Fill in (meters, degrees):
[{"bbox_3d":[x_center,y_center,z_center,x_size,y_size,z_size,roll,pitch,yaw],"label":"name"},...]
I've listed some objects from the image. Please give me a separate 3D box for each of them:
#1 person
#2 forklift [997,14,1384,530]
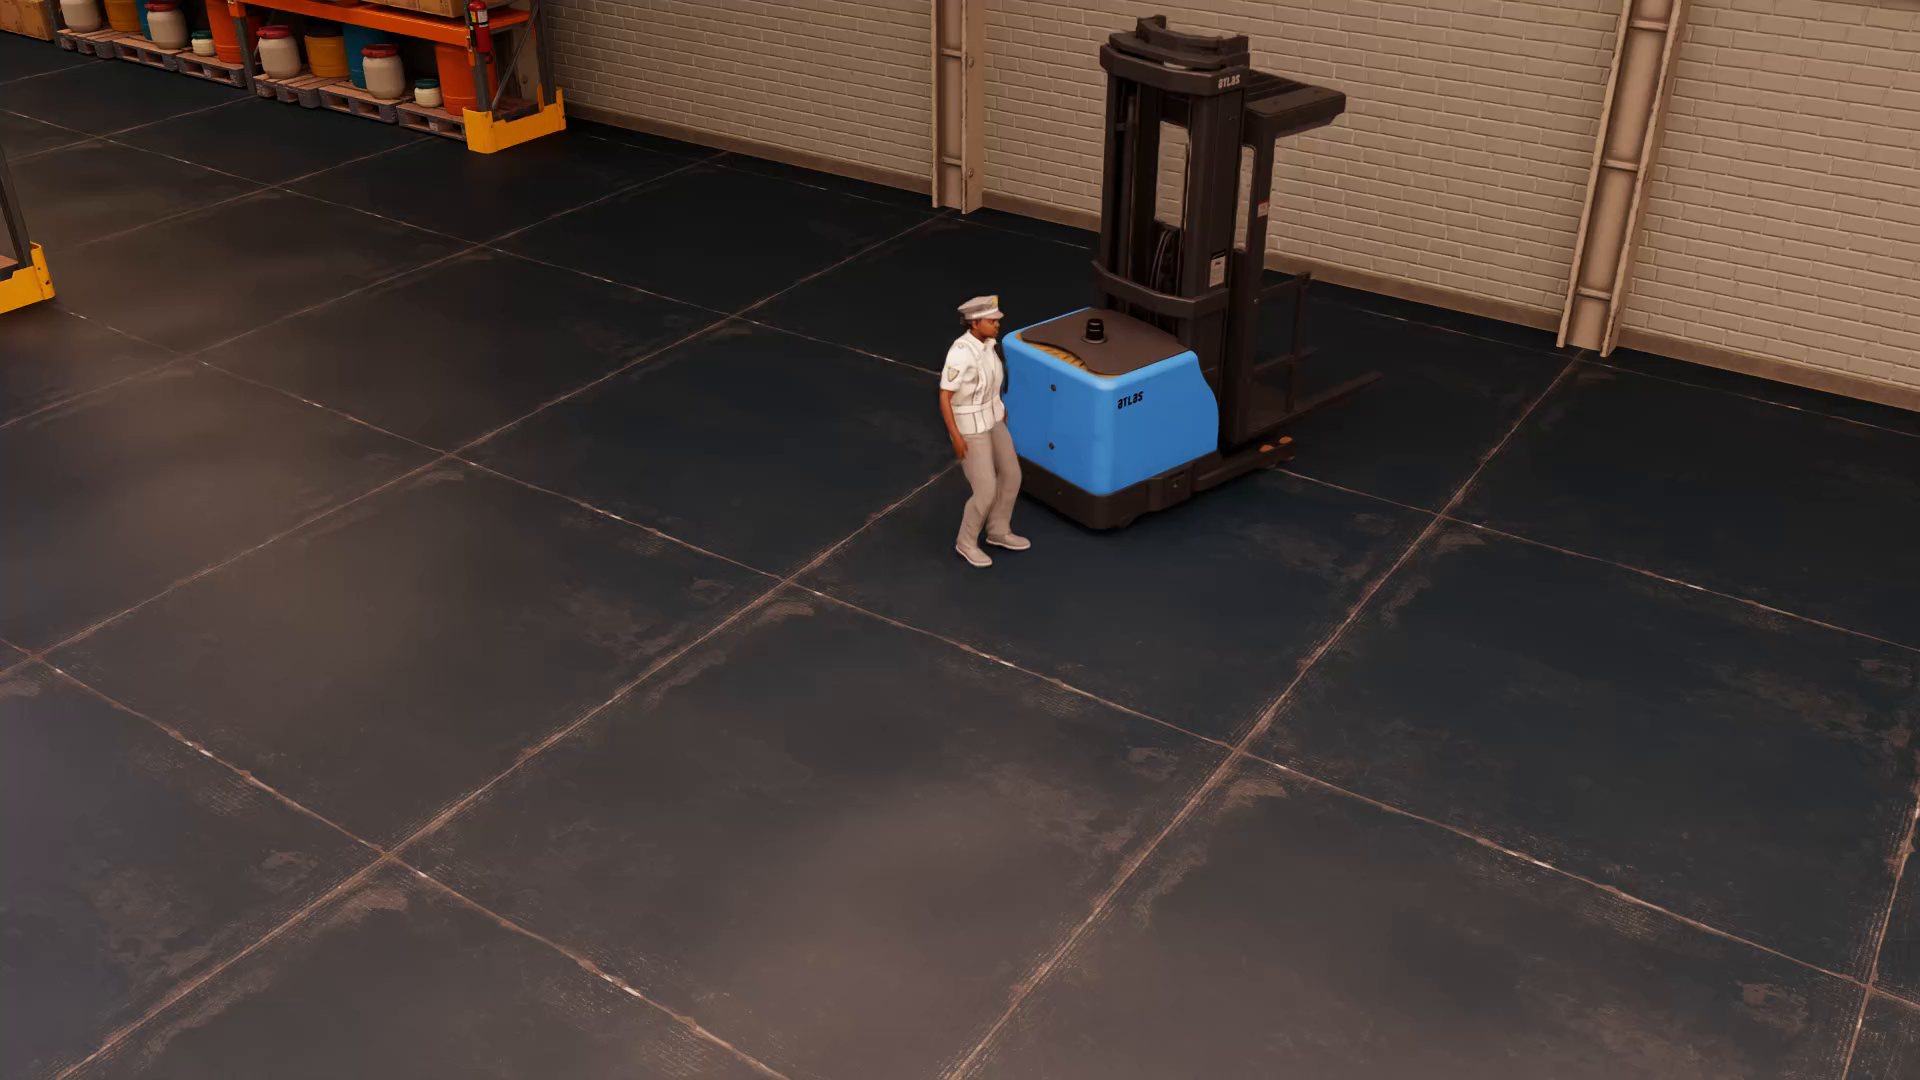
[{"bbox_3d":[0.176,-0.673,10.029,0.521,1.657,0.672,16,34,25],"label":"person"},{"bbox_3d":[1.712,-1.933,10.910,3.031,2.935,1.130,-22,37,-33],"label":"forklift"}]
